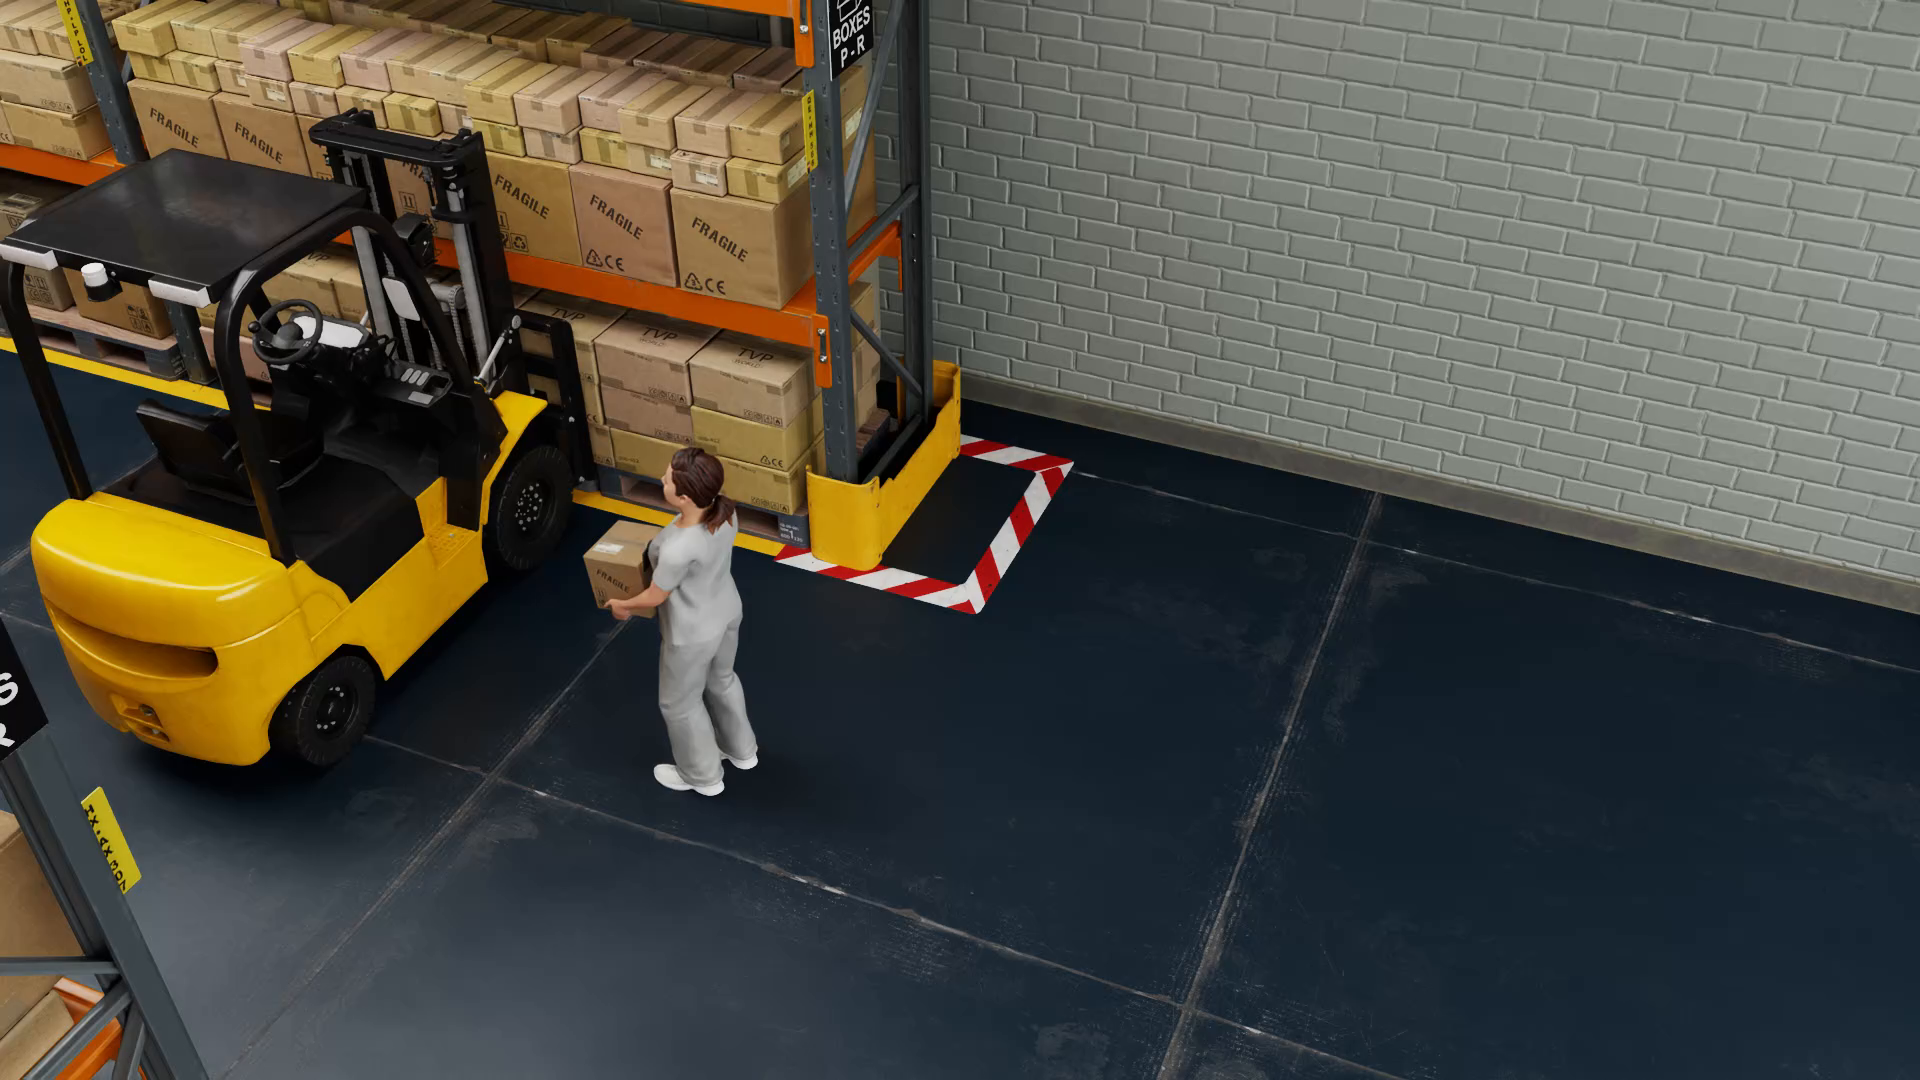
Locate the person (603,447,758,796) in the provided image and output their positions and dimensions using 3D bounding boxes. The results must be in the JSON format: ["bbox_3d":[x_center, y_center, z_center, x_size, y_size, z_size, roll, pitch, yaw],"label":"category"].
[{"bbox_3d":[-1.061,0.311,6.427,0.554,1.662,0.436,15,40,18],"label":"person"}]
